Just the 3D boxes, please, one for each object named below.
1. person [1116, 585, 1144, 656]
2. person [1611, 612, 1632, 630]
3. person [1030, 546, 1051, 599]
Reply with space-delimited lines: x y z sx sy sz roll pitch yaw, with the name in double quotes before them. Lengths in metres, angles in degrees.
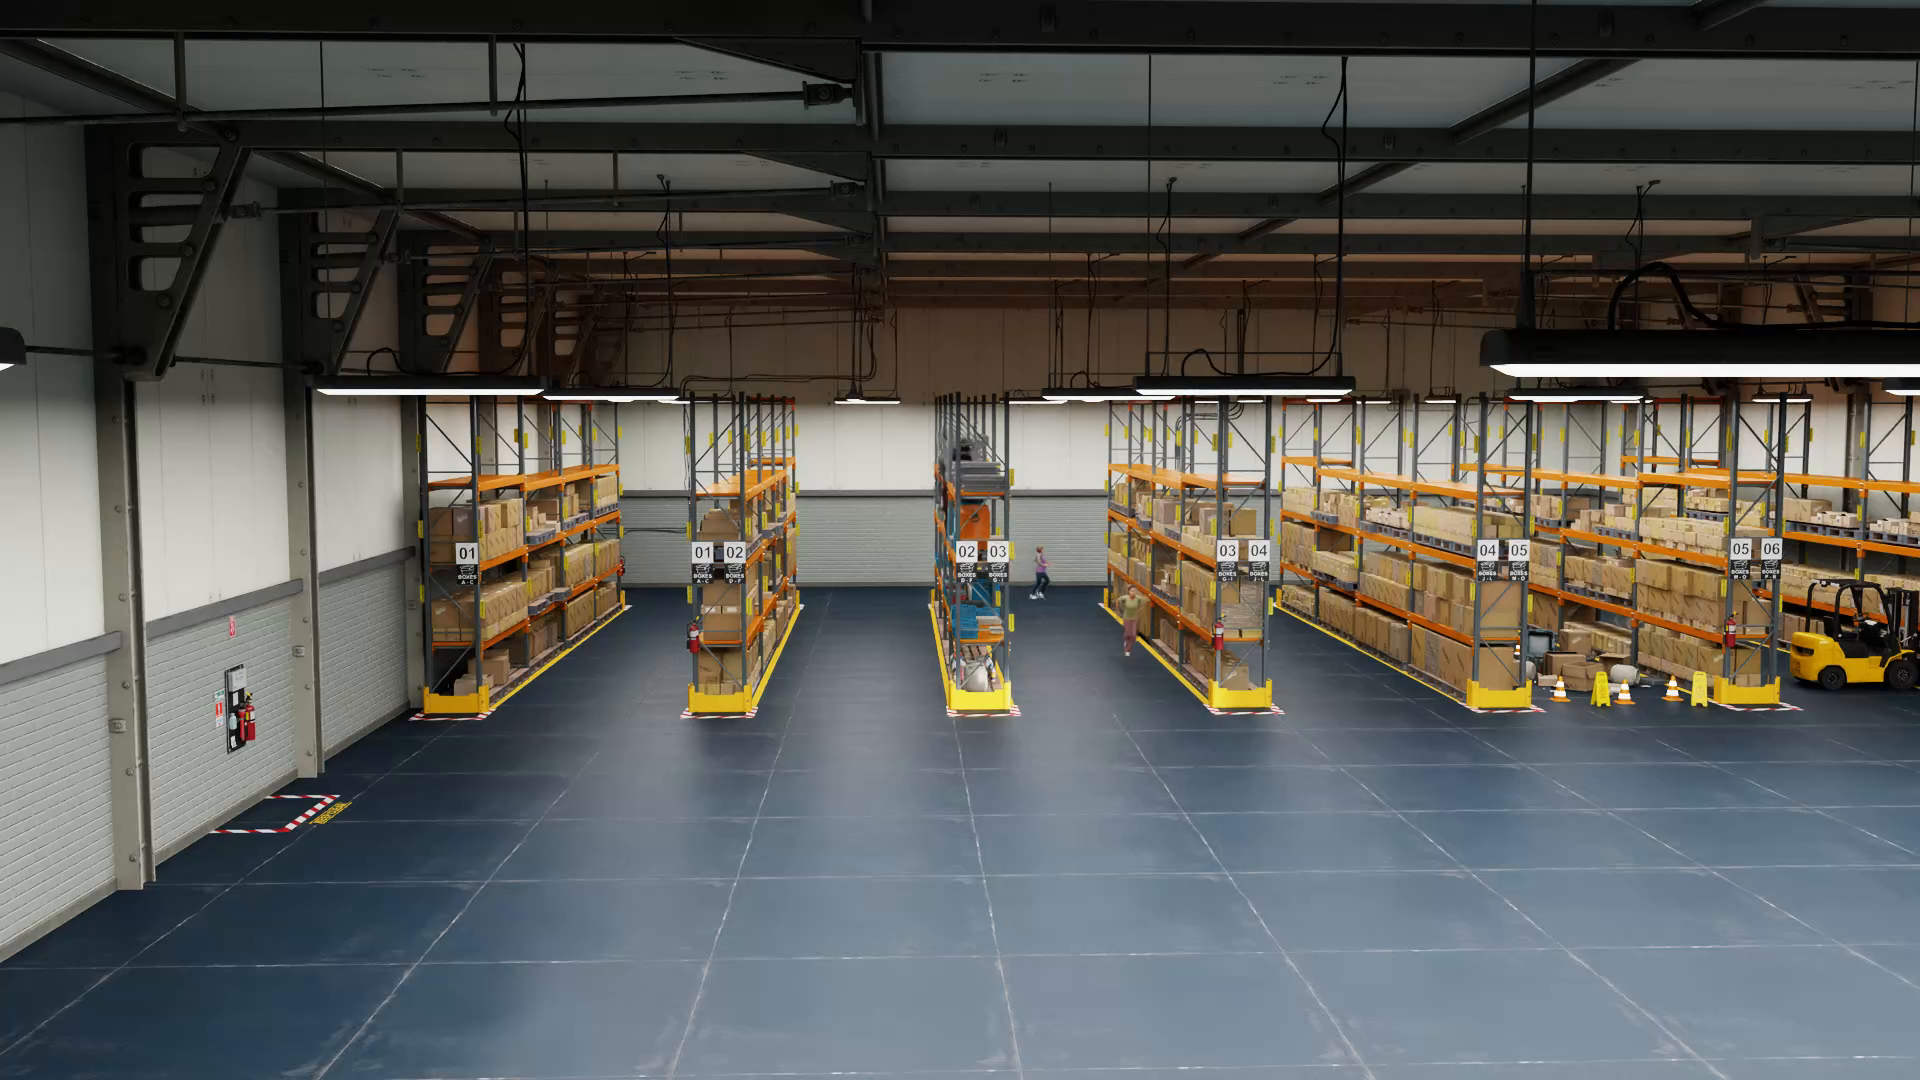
"person" 3.721 1.764 36.295 0.571 1.557 0.670 -1 5 -9
"person" 16.563 1.516 41.554 0.631 1.829 0.813 -1 5 -9
"person" 2.403 0.968 49.395 0.667 1.604 0.509 2 5 18
